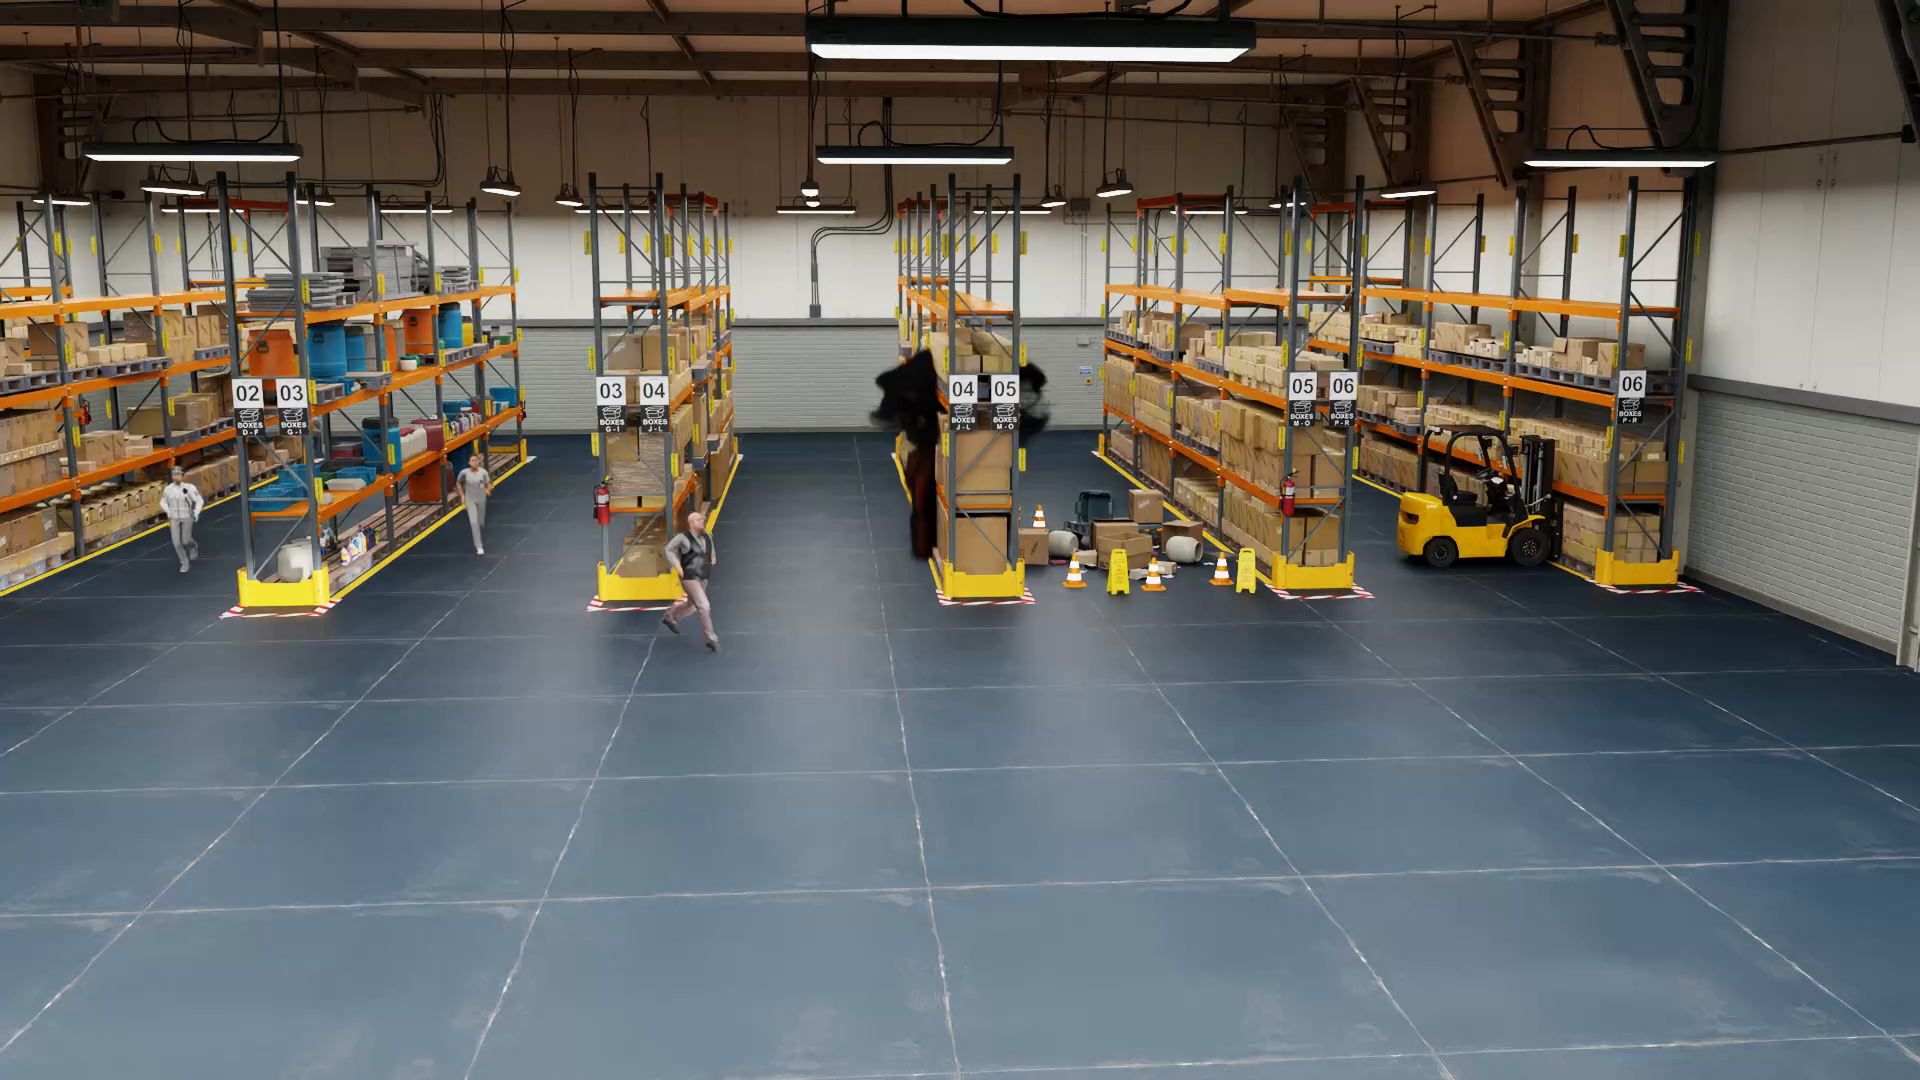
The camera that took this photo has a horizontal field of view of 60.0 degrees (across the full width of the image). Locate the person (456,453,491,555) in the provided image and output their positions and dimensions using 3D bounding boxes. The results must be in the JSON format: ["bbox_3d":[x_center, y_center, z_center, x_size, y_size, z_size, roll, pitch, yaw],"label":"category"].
[{"bbox_3d":[-8.055,-0.631,27.587,0.547,1.654,0.877,-5,11,-26],"label":"person"}]

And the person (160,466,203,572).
[{"bbox_3d":[-12.143,-0.342,25.944,0.616,1.659,0.554,-2,10,-11],"label":"person"}]

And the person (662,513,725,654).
[{"bbox_3d":[-3.355,0.522,20.916,1.055,1.769,0.624,5,11,28],"label":"person"}]

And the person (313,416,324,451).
[{"bbox_3d":[-15.650,-2.906,40.141,0.815,1.803,0.702,0,10,1],"label":"person"}]
